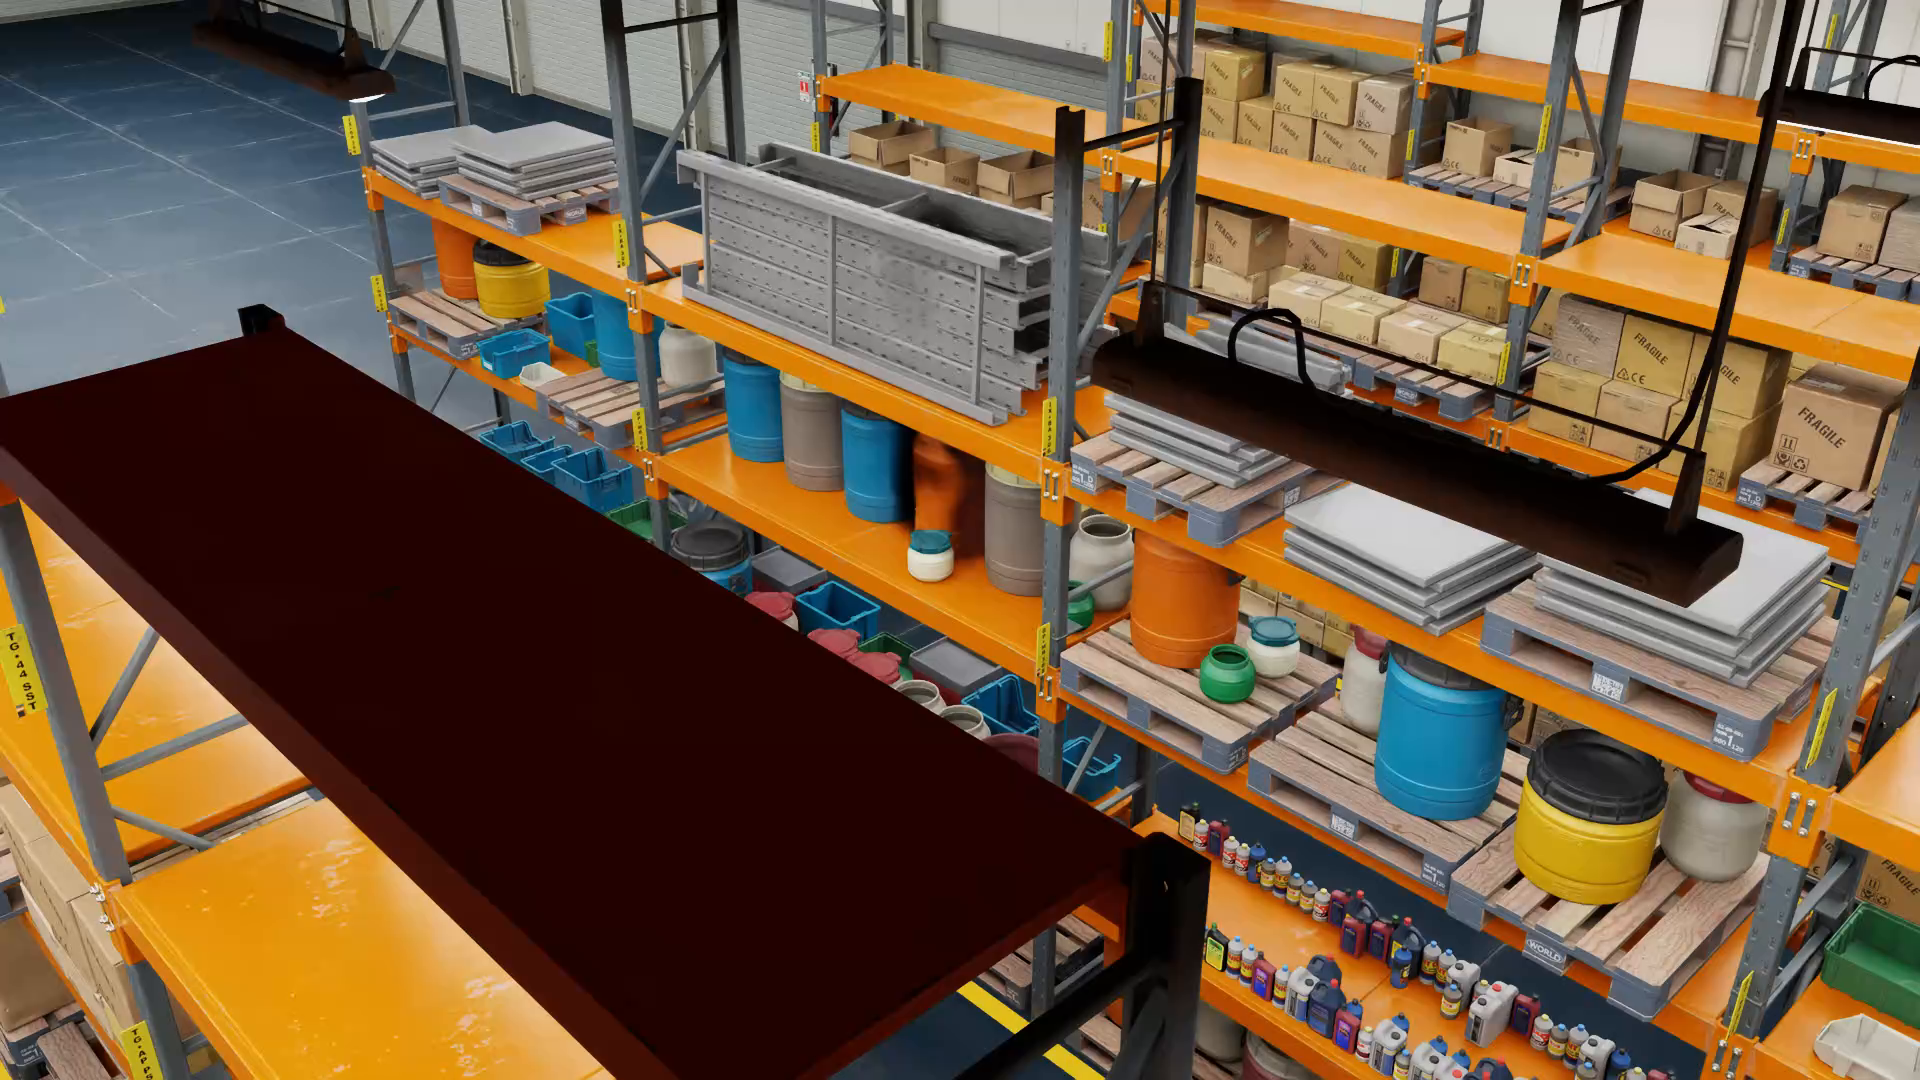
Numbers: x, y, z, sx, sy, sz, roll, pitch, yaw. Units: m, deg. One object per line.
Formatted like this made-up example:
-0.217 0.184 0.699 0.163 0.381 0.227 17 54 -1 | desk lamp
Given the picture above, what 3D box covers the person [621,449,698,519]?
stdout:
-3.068 -0.855 16.920 0.822 1.485 0.636 -2 28 -4 | person
